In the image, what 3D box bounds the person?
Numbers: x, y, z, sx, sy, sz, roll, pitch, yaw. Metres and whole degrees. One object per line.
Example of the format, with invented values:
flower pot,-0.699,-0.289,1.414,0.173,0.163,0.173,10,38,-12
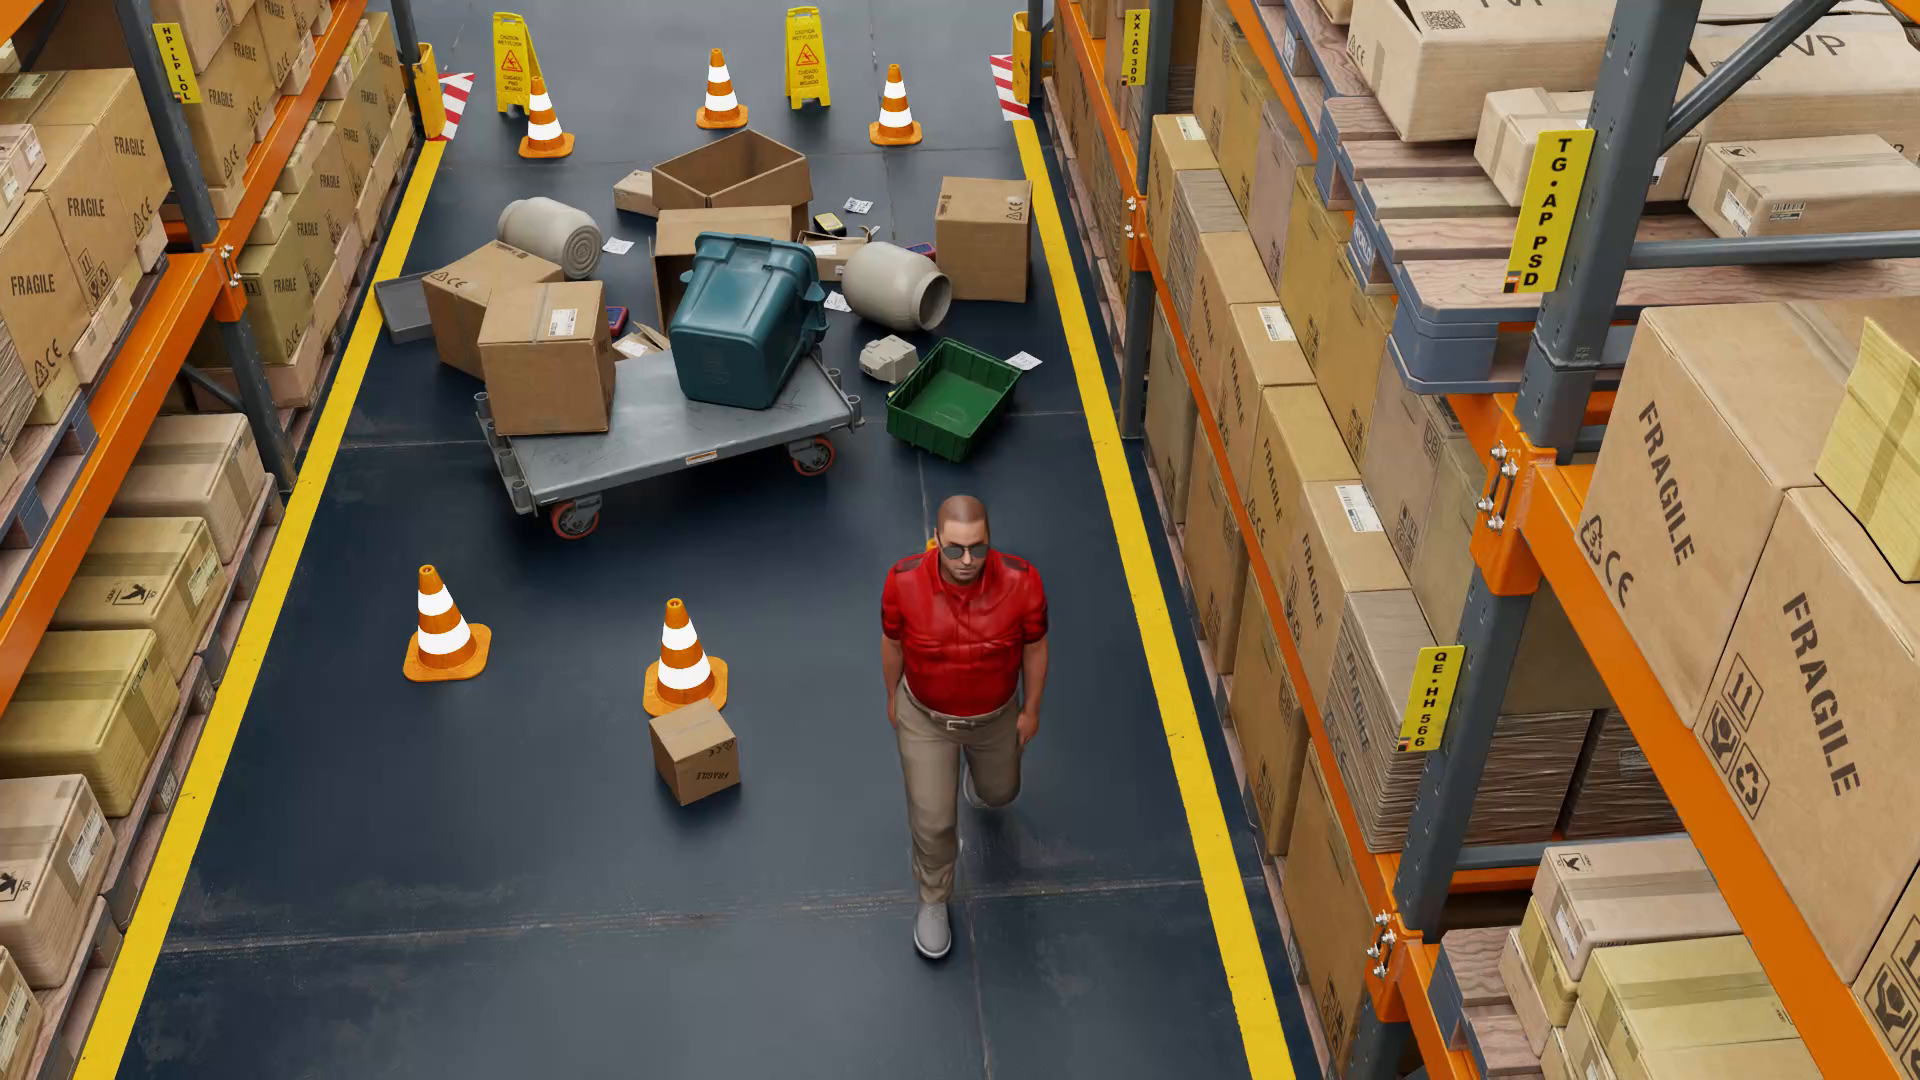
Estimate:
person,0.014,0.518,5.512,0.536,1.694,0.848,-3,39,-3
